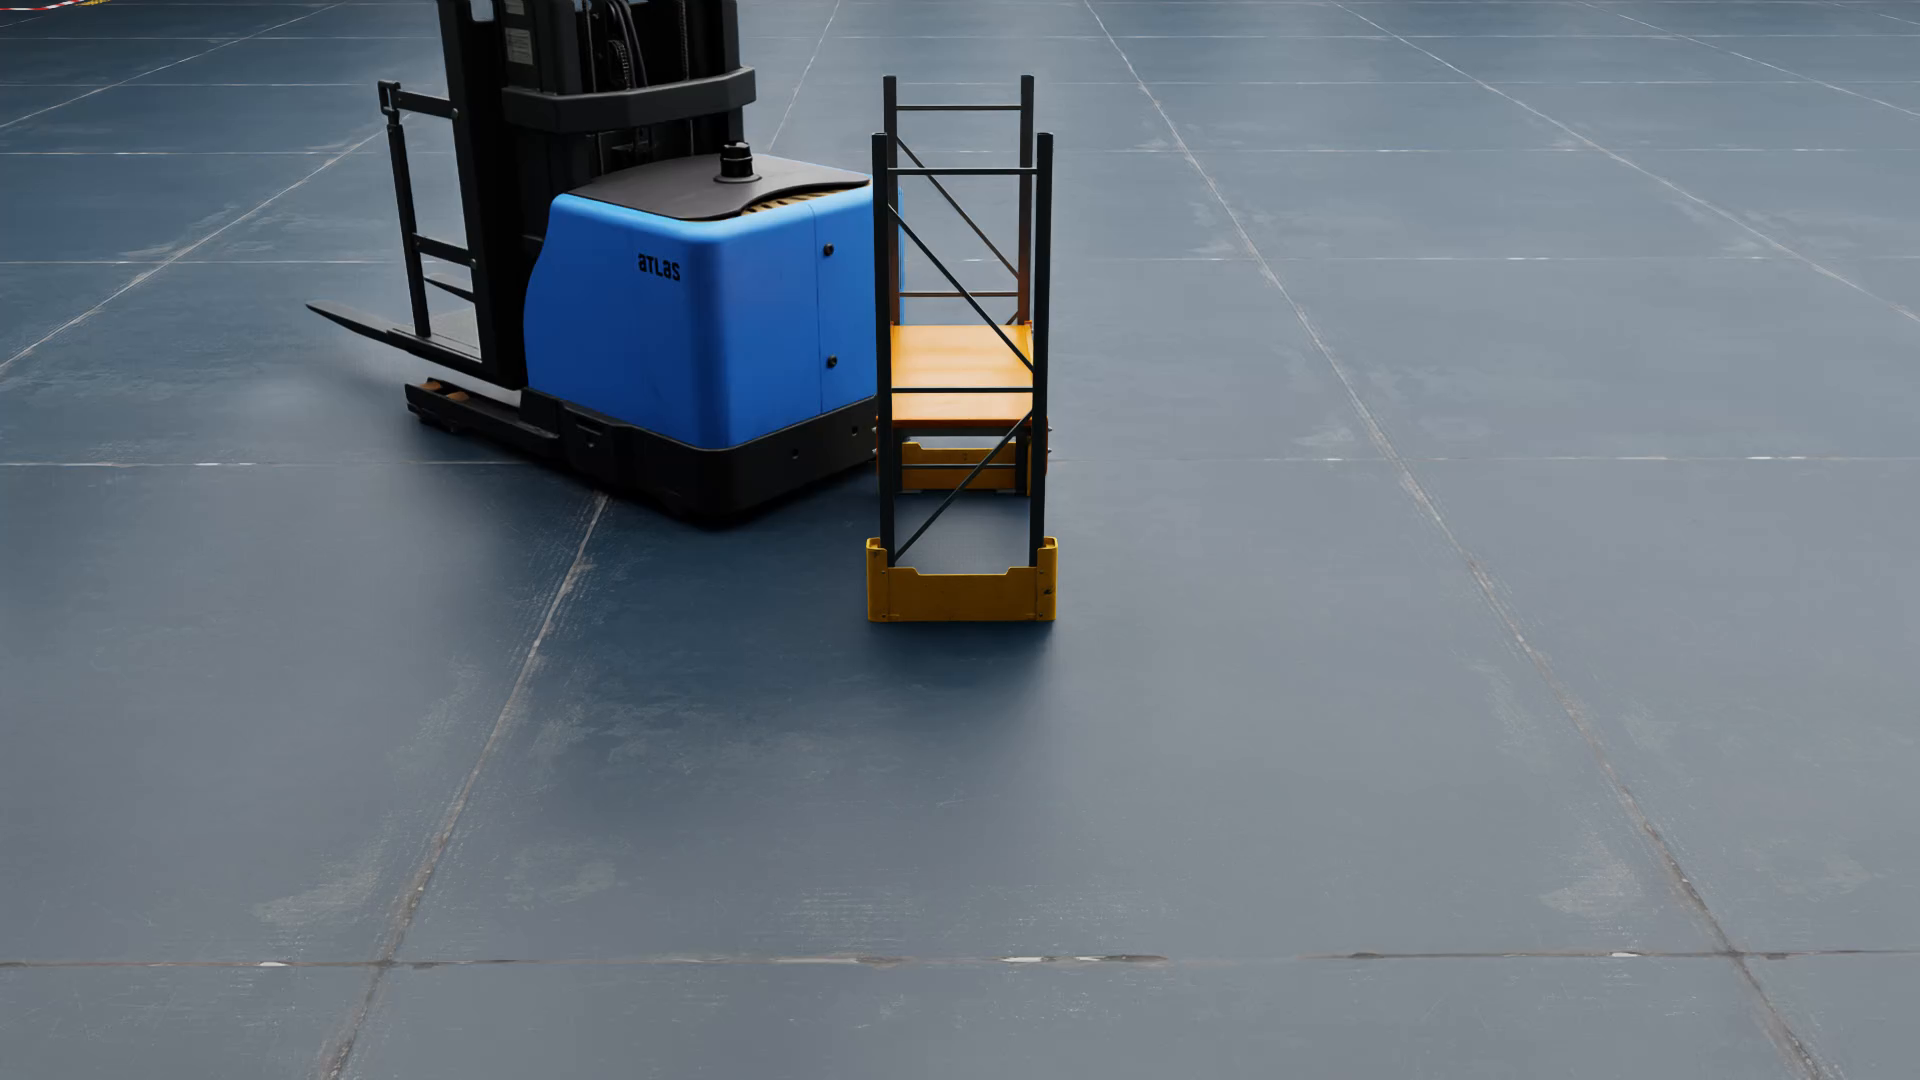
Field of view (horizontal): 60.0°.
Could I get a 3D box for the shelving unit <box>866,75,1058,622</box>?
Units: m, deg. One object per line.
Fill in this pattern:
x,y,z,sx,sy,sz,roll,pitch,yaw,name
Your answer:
0.001,-0.652,5.371,0.587,1.500,1.083,0,24,-1,shelving unit

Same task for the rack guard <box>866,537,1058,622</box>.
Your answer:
0.006,0.123,5.175,0.587,0.250,0.087,0,24,-1,rack guard

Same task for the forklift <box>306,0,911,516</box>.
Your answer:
-1.633,-1.910,6.417,3.031,2.935,1.130,20,31,37,forklift

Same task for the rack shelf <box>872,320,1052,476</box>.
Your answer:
0.001,-0.484,5.437,0.538,0.185,1.000,0,24,-1,rack shelf

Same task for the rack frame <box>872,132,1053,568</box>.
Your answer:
0.006,-0.439,4.900,0.500,1.500,0.032,0,24,-1,rack frame

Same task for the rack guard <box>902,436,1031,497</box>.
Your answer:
-0.005,-0.288,6.083,0.587,0.250,0.087,0,24,-1,rack guard

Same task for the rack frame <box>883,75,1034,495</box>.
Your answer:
-0.005,-0.858,5.826,0.500,1.500,0.032,0,24,-1,rack frame
